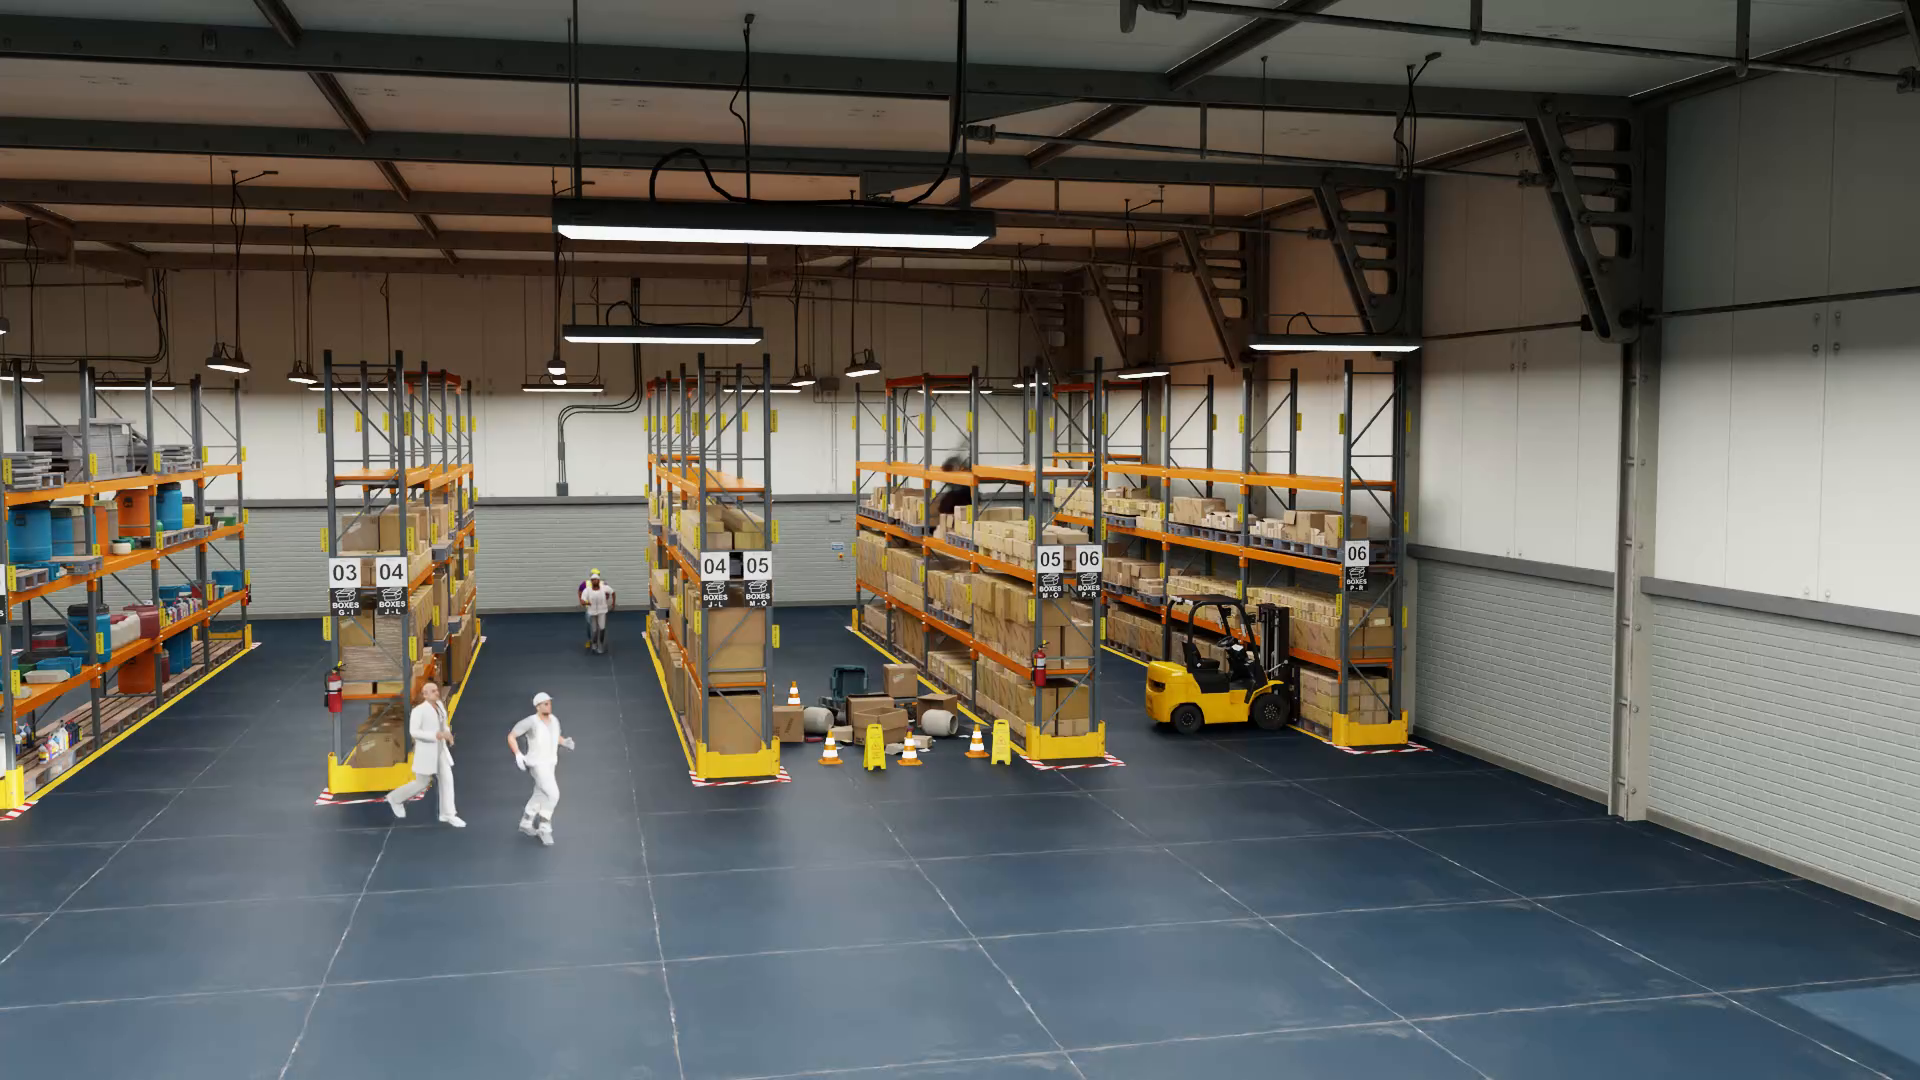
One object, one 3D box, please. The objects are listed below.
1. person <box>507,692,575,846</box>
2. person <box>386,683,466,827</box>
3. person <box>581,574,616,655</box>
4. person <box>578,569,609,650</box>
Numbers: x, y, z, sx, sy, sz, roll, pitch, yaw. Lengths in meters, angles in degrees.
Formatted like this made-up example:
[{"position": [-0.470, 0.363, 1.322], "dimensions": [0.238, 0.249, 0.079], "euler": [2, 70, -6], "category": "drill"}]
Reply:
[{"position": [-4.993, 2.736, 19.942], "dimensions": [0.767, 1.832, 0.637], "euler": [2, 4, 22], "category": "person"}, {"position": [-6.660, 2.670, 20.789], "dimensions": [1.045, 1.791, 0.705], "euler": [2, 4, 22], "category": "person"}, {"position": [-7.866, 1.606, 36.159], "dimensions": [0.713, 1.765, 0.866], "euler": [0, 4, -6], "category": "person"}, {"position": [-8.199, 1.525, 37.265], "dimensions": [0.683, 1.785, 0.669], "euler": [-1, 4, -15], "category": "person"}]
